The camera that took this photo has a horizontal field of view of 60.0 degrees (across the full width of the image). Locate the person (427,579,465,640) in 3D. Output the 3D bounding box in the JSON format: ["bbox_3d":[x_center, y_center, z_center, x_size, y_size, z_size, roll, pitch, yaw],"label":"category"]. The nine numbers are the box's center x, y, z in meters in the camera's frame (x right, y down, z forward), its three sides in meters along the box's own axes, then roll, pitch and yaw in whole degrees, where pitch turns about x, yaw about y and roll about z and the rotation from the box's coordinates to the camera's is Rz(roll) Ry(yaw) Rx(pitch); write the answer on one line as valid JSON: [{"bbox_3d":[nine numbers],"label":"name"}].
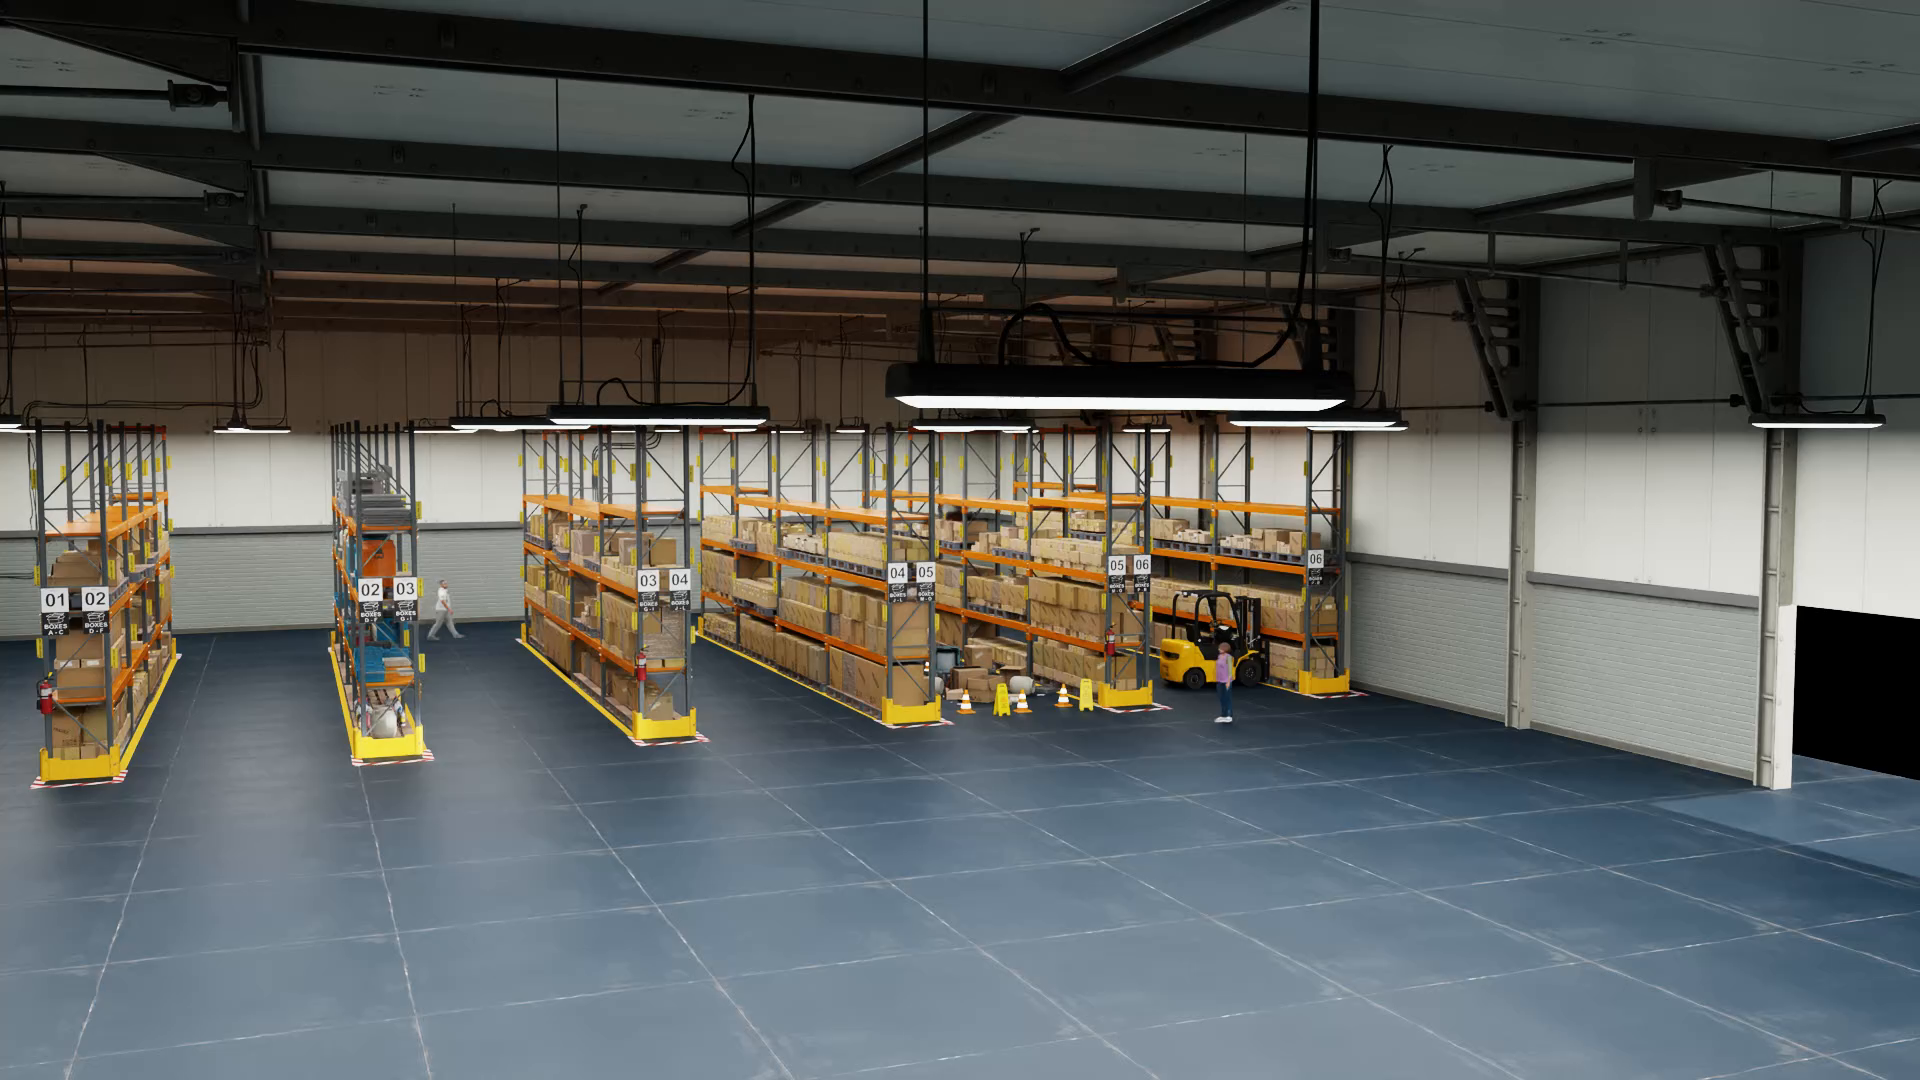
[{"bbox_3d":[-14.415,1.937,46.619,1.036,1.696,0.643,-1,4,-20],"label":"person"}]

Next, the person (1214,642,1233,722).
[{"bbox_3d":[5.293,2.865,33.256,0.354,1.585,0.478,-2,4,-32],"label":"person"}]

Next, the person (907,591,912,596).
[{"bbox_3d":[-1.301,2.113,41.769,0.440,1.691,0.811,-2,4,-32],"label":"person"}]
